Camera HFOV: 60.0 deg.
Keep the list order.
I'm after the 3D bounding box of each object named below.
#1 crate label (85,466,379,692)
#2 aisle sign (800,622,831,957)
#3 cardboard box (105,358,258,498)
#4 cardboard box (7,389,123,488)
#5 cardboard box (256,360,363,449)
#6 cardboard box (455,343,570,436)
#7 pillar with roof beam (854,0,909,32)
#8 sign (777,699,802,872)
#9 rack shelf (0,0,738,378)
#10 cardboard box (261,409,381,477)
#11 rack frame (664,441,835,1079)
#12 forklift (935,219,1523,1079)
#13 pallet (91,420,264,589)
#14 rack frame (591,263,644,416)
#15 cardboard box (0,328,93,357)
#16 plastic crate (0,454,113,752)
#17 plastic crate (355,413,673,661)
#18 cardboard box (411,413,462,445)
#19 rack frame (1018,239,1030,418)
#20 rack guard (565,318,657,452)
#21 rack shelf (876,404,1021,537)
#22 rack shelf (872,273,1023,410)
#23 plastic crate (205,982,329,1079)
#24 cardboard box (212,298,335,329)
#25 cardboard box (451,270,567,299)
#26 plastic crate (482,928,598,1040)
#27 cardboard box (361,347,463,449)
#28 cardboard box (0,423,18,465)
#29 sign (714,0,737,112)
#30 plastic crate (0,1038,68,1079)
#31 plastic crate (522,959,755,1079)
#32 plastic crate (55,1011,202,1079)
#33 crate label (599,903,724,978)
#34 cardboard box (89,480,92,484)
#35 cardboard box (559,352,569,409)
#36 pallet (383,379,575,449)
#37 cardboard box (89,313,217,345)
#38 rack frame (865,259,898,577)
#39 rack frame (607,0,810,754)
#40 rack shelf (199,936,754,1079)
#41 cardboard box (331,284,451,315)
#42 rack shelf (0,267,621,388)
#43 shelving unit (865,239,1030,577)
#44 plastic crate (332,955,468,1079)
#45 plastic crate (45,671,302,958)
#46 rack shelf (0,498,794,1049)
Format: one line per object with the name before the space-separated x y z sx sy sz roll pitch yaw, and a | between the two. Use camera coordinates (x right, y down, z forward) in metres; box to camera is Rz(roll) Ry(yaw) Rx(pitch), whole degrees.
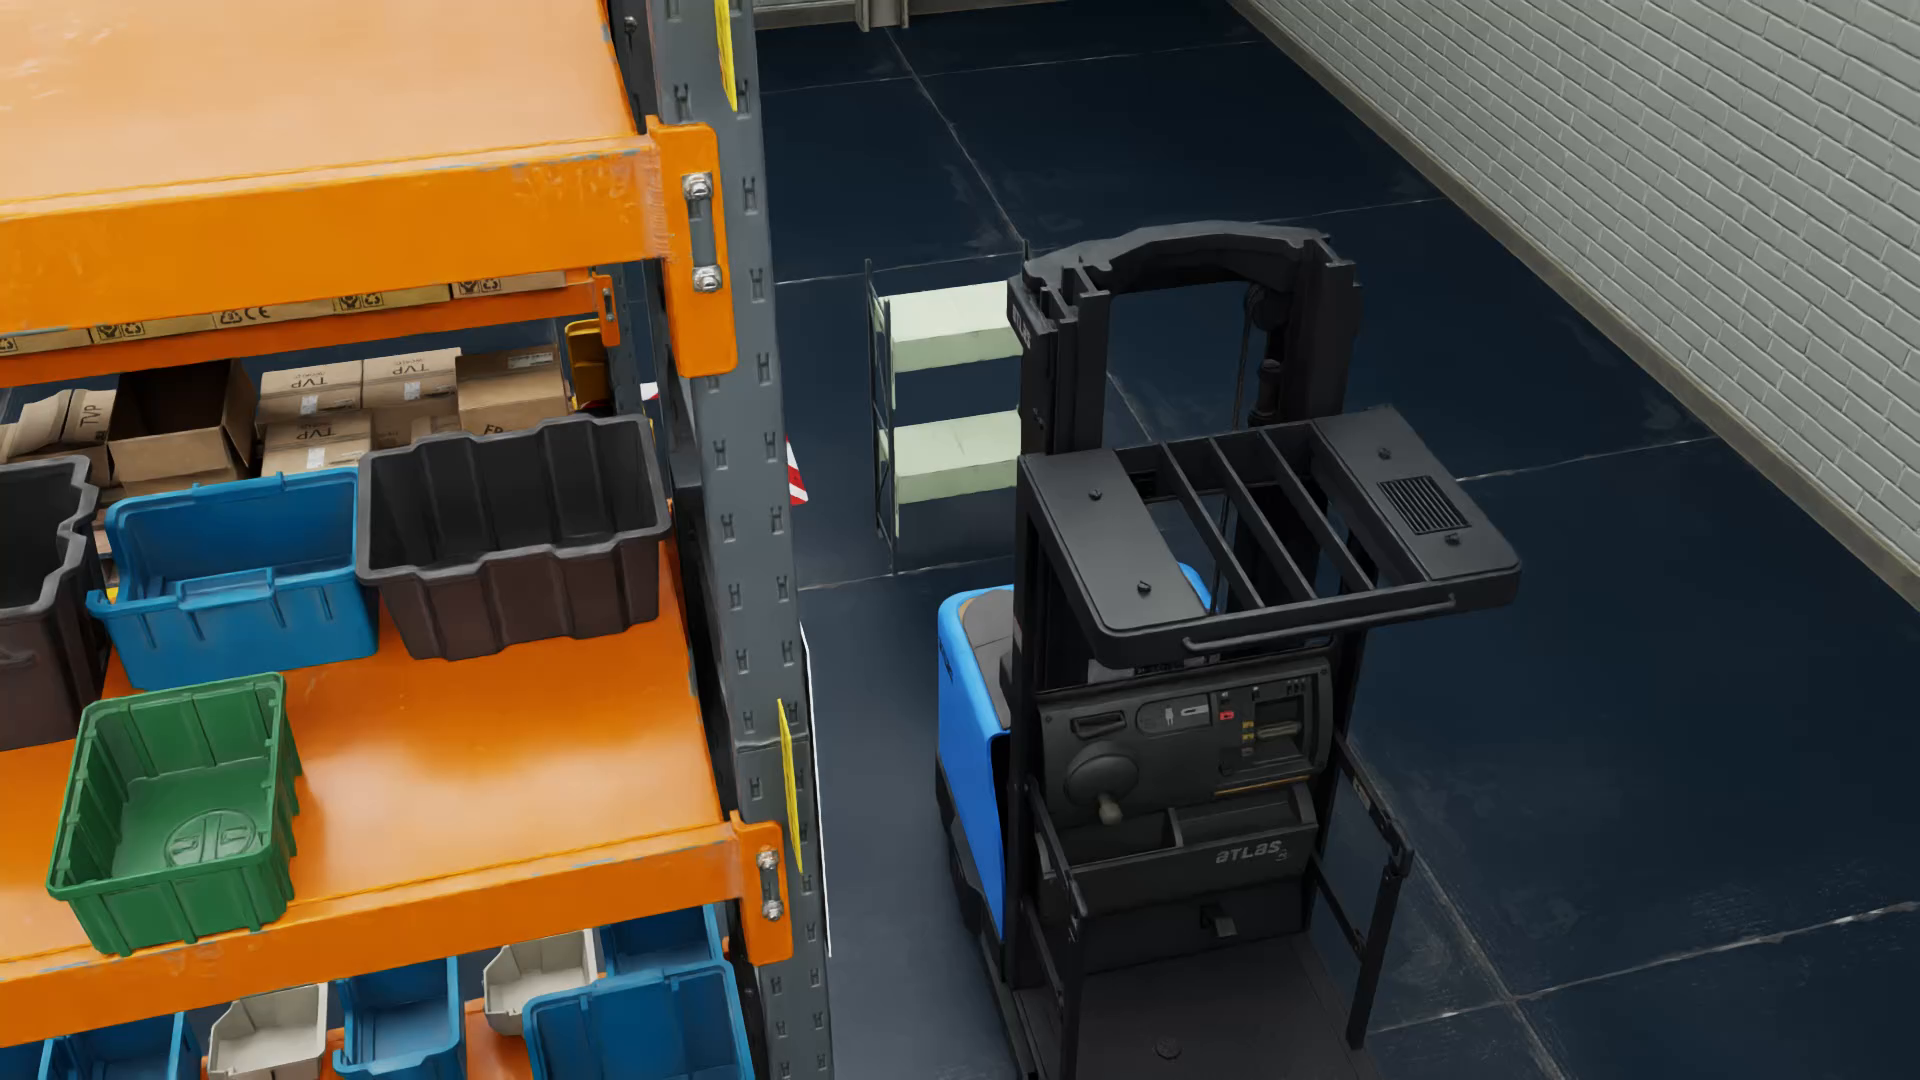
crate label | -1.423 0.075 3.316 0.502 0.251 0.408 -9 38 -12
aisle sign | -0.302 0.379 3.126 0.004 0.787 0.394 -9 38 -12
cardboard box | -3.785 -0.506 8.114 0.637 0.503 0.797 -9 38 -12
cardboard box | -4.397 -0.504 8.270 0.500 0.311 0.500 -9 38 -12
cardboard box | -3.300 -0.660 8.524 0.500 0.250 0.500 -9 38 -12
cardboard box | -2.196 -0.607 8.249 0.500 0.500 0.500 -9 38 -12
pillar with roof beam | 0.473 -5.353 7.821 0.400 9.000 9.100 -9 38 -12
sign | -0.289 0.421 2.828 0.005 0.325 0.100 -9 38 -12
rack shelf | -2.379 -0.371 2.229 4.000 0.370 1.077 -9 38 -12
cardboard box | -3.121 -0.375 8.151 0.500 0.250 0.500 -9 38 -12
rack frame | -0.448 1.251 4.126 0.127 3.000 1.000 -9 38 -12
forklift | 0.751 0.692 4.913 1.130 2.935 3.031 -8 38 -11
pallet | -3.754 -0.218 8.341 1.213 0.211 1.003 -9 38 -12
rack frame | -1.736 -1.655 7.925 0.127 3.000 1.000 -9 38 -12
cardboard box | -4.057 -1.143 7.173 0.500 0.500 0.500 -10 38 -12
plastic crate | -1.994 0.165 3.128 0.767 0.338 0.504 -9 38 -12
plastic crate | -0.892 0.009 3.388 0.590 0.269 0.497 -9 38 -12
cardboard box | -2.611 -0.463 8.335 0.250 0.166 0.380 -9 38 -12
rack frame | 0.347 -0.653 7.848 0.023 1.500 0.400 -9 38 -12
rack guard | -1.809 -0.651 8.668 0.348 0.500 1.175 -9 38 -12
rack shelf | -0.006 -0.336 7.970 0.720 0.370 0.431 -9 38 -12
rack shelf | -0.006 -0.905 7.535 0.720 0.370 0.431 -9 38 -12
plastic crate | -1.758 1.287 4.245 0.298 0.136 0.250 -9 38 -12
cardboard box | -3.080 -1.304 7.384 0.500 0.500 0.500 -9 38 -12
cardboard box | -2.097 -1.465 7.593 0.500 0.500 0.500 -8 38 -11
plastic crate | -1.103 1.180 4.386 0.298 0.136 0.250 -9 38 -12
cardboard box | -2.817 -0.739 8.628 0.500 0.250 0.500 -9 38 -12
cardboard box | -4.775 -0.415 8.288 0.250 0.149 0.380 -9 38 -12
sign | -0.289 -0.684 1.983 0.005 0.325 0.100 -9 38 -12
plastic crate | -2.333 1.395 4.025 0.300 0.233 0.416 -9 38 -12
plastic crate | -0.722 1.375 3.884 0.499 0.435 0.616 -9 38 -12
plastic crate | -2.043 1.348 4.087 0.300 0.233 0.416 -9 38 -12
crate label | -0.772 1.139 4.360 0.303 0.233 0.416 -9 38 -12
cardboard box | -4.303 -0.154 7.931 0.250 0.166 0.380 -9 38 -12
cardboard box | -2.229 -0.833 8.834 0.250 0.149 0.380 -9 38 -12
pallet | -2.578 -0.409 8.590 1.213 0.211 1.003 -9 38 -12
cardboard box | -3.567 -1.225 7.279 0.500 0.500 0.500 -10 39 -13
rack frame | -0.360 -0.537 7.697 0.023 1.500 0.400 -9 38 -12
rack frame | -0.448 -1.132 2.303 0.127 3.000 1.000 -9 38 -12
rack shelf | -2.379 1.853 3.930 4.000 0.370 1.077 -9 38 -12
cardboard box | -2.597 -1.380 7.483 0.500 0.500 0.500 -9 38 -12
rack shelf | -3.666 -1.053 7.729 4.000 0.370 1.077 -9 38 -12
shelving unit | -0.006 -0.595 7.772 0.755 1.500 0.431 -9 38 -12
plastic crate | -1.408 1.244 4.223 0.300 0.233 0.416 -9 38 -12
plastic crate | -1.326 0.467 2.855 0.336 0.188 0.450 -9 38 -12
rack shelf | -2.379 0.662 3.019 4.000 0.370 1.077 -9 38 -12
